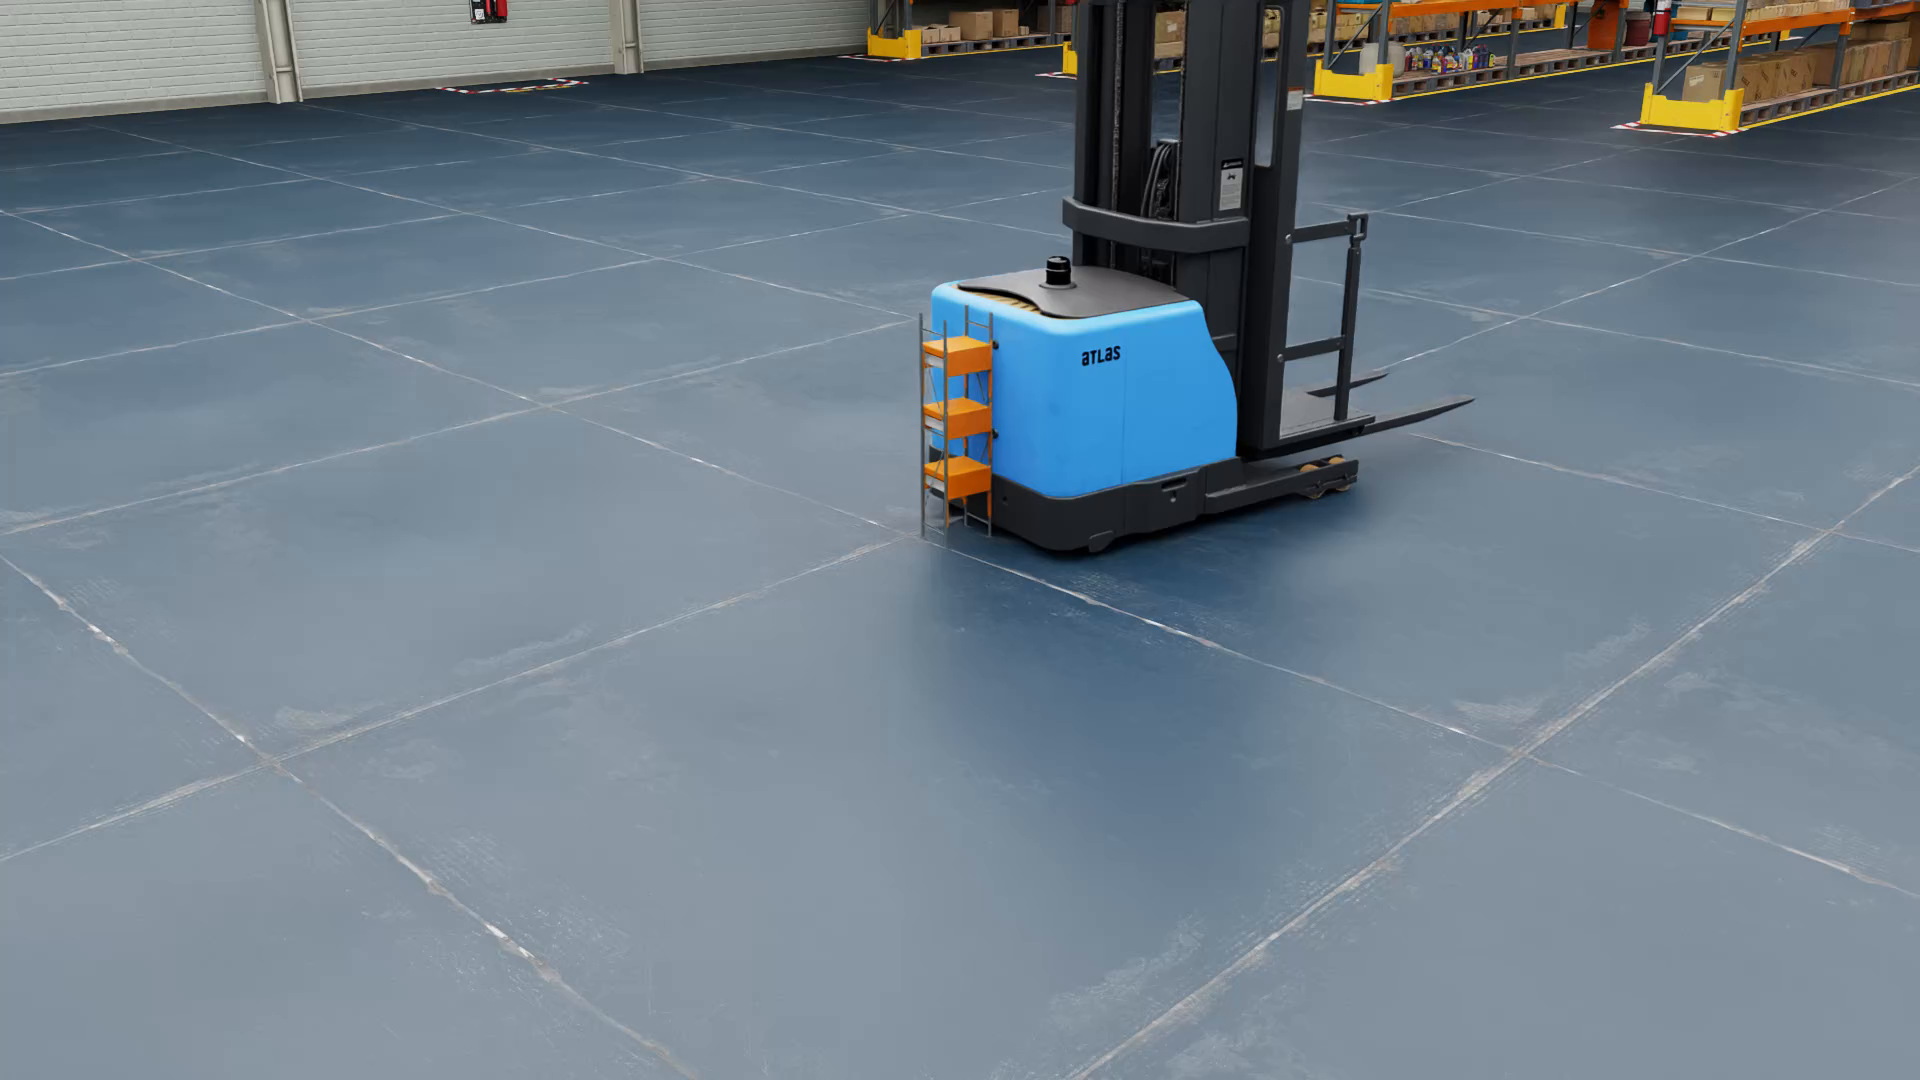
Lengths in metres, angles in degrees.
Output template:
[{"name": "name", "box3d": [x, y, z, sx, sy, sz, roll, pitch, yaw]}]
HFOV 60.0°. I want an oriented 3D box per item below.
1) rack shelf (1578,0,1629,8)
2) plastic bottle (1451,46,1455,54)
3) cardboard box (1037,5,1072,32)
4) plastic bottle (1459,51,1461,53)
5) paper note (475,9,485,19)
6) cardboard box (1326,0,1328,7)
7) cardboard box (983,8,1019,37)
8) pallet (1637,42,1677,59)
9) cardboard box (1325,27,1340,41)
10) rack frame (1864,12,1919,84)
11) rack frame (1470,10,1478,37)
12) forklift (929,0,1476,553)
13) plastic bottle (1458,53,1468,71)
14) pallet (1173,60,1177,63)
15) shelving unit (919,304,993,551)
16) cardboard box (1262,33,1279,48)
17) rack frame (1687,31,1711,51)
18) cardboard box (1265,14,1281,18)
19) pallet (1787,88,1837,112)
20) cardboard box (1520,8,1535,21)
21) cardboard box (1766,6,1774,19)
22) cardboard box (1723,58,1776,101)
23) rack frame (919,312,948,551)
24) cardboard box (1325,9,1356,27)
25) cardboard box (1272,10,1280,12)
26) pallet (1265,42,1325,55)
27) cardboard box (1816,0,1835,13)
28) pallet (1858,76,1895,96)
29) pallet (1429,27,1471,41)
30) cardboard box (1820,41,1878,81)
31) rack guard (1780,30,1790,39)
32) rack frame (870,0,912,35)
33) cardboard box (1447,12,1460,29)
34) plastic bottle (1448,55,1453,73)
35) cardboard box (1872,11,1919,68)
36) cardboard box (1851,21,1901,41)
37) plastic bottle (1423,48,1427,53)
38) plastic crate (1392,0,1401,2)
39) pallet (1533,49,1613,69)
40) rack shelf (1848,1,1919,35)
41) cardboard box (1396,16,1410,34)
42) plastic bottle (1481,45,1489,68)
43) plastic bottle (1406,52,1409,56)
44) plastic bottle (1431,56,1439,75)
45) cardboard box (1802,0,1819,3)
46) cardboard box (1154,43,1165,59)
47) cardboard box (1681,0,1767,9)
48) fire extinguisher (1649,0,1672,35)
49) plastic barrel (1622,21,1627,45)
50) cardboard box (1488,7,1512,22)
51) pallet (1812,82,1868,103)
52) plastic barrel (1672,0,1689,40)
[{"name": "rack shelf", "box3d": [12.789, -10.207, 30.951, 1.077, 0.370, 4.000, 19, 28, 41]}, {"name": "plastic bottle", "box3d": [8.067, -7.960, 27.293, 0.097, 0.271, 0.097, 0, 21, 0]}, {"name": "cardboard box", "box3d": [2.007, -10.712, 34.133, 0.500, 0.500, 0.700, -19, 28, -40]}, {"name": "plastic bottle", "box3d": [7.911, -7.587, 26.305, 0.061, 0.283, 0.133, 19, 28, 41]}, {"name": "paper note", "box3d": [-7.526, -8.241, 26.061, 0.016, 0.148, 0.142, 19, 28, 41]}, {"name": "cardboard box", "box3d": [8.761, -13.131, 40.454, 0.700, 0.500, 0.500, 18, 27, 39]}, {"name": "cardboard box", "box3d": [0.810, -10.242, 32.910, 0.500, 0.500, 0.500, 17, 27, 37]}, {"name": "pallet", "box3d": [12.765, -9.252, 31.351, 1.003, 0.211, 1.213, 19, 28, 41]}, {"name": "cardboard box", "box3d": [6.946, -9.723, 31.939, 0.500, 0.250, 0.500, -19, 28, -41]}, {"name": "rack frame", "box3d": [14.943, -8.789, 26.260, 1.000, 3.000, 0.127, 19, 28, 41]}, {"name": "rack frame", "box3d": [10.638, -12.297, 35.388, 1.000, 3.000, 0.127, 19, 28, 41]}, {"name": "forklift", "box3d": [1.349, -1.707, 7.931, 3.031, 2.935, 1.130, -14, 25, -33]}, {"name": "plastic bottle", "box3d": [7.886, -7.523, 26.151, 0.135, 0.276, 0.152, -20, 28, -41]}, {"name": "pallet", "box3d": [4.473, -8.745, 30.033, 1.003, 0.211, 1.213, 19, 28, 41]}, {"name": "shelving unit", "box3d": [-0.017, -0.498, 7.407, 0.252, 1.050, 0.215, -14, 25, -33]}, {"name": "cardboard box", "box3d": [5.516, -9.195, 30.564, 0.500, 0.250, 0.500, 18, 28, 39]}, {"name": "rack frame", "box3d": [14.185, -11.057, 32.160, 1.000, 3.000, 0.127, 19, 28, 41]}, {"name": "cardboard box", "box3d": [5.877, -9.586, 30.800, 0.500, 0.311, 0.500, 19, 28, 40]}, {"name": "pallet", "box3d": [11.709, -6.277, 23.613, 1.003, 0.211, 1.213, 19, 28, 41]}, {"name": "cardboard box", "box3d": [12.542, -11.809, 37.338, 0.500, 0.250, 0.500, 19, 28, 41]}, {"name": "cardboard box", "box3d": [10.265, -6.818, 21.483, 0.380, 0.149, 0.250, 19, 28, 41]}, {"name": "cardboard box", "box3d": [10.653, -6.236, 22.518, 0.500, 0.500, 0.500, -17, 27, -37]}, {"name": "rack frame", "box3d": [-0.116, -0.473, 7.340, 0.008, 1.050, 0.200, -14, 25, -33]}, {"name": "cardboard box", "box3d": [7.301, -10.112, 32.168, 0.500, 0.311, 0.500, 19, 28, 40]}, {"name": "cardboard box", "box3d": [6.196, -9.982, 31.830, 0.500, 0.311, 0.500, 19, 28, 40]}, {"name": "pallet", "box3d": [6.395, -9.454, 31.876, 1.003, 0.211, 1.213, 19, 28, 41]}, {"name": "cardboard box", "box3d": [11.720, -7.311, 22.765, 0.380, 0.149, 0.250, 19, 28, 41]}, {"name": "pallet", "box3d": [13.546, -6.975, 25.426, 1.003, 0.211, 1.213, 19, 28, 41]}, {"name": "pallet", "box3d": [10.098, -10.777, 35.320, 1.003, 0.211, 1.213, 19, 28, 41]}, {"name": "cardboard box", "box3d": [13.333, -7.213, 25.032, 0.700, 0.500, 0.500, 16, 26, 36]}, {"name": "rack guard", "box3d": [16.983, -10.927, 35.308, 1.175, 0.500, 0.348, 19, 28, 41]}, {"name": "rack frame", "box3d": [-1.285, -10.452, 30.586, 1.000, 3.000, 0.127, 19, 28, 41]}, {"name": "cardboard box", "box3d": [10.149, -11.012, 34.916, 0.500, 0.500, 0.500, 19, 28, 41]}, {"name": "plastic bottle", "box3d": [7.610, -7.406, 25.851, 0.097, 0.271, 0.097, 0, 21, 0]}, {"name": "cardboard box", "box3d": [15.439, -8.165, 27.013, 1.225, 0.875, 0.875, 18, 27, 38]}, {"name": "cardboard box", "box3d": [14.134, -7.859, 25.666, 0.500, 0.250, 0.500, -16, 26, -36]}, {"name": "plastic bottle", "box3d": [7.467, -7.753, 26.739, 0.133, 0.283, 0.061, -19, 28, -40]}, {"name": "plastic crate", "box3d": [6.405, -8.272, 25.121, 0.499, 0.251, 0.408, 19, 28, 41]}, {"name": "pallet", "box3d": [10.826, -8.537, 29.492, 1.003, 0.211, 1.213, 19, 28, 41]}, {"name": "rack shelf", "box3d": [13.548, -7.939, 25.051, 1.077, 0.370, 4.000, 19, 28, 41]}, {"name": "cardboard box", "box3d": [8.731, -10.489, 33.554, 0.500, 0.500, 0.500, 18, 27, 39]}, {"name": "plastic bottle", "box3d": [8.361, -7.731, 26.588, 0.144, 0.351, 0.185, 18, 28, 39]}, {"name": "plastic bottle", "box3d": [6.976, -7.546, 26.209, 0.152, 0.276, 0.135, 20, 28, 41]}, {"name": "plastic bottle", "box3d": [7.302, -7.292, 25.555, 0.097, 0.271, 0.097, 0, 21, 0]}, {"name": "cardboard box", "box3d": [11.144, -7.572, 22.541, 0.875, 0.500, 0.500, 19, 28, 41]}, {"name": "cardboard box", "box3d": [3.147, -8.337, 28.331, 0.500, 0.250, 0.500, 19, 28, 41]}, {"name": "cardboard box", "box3d": [9.765, -7.052, 21.188, 0.875, 0.500, 0.500, 19, 28, 41]}, {"name": "fire extinguisher", "box3d": [8.952, -6.782, 21.147, 0.296, 0.674, 0.183, 19, 28, 41]}, {"name": "plastic barrel", "box3d": [12.053, -9.361, 30.630, 0.421, 0.512, 0.421, 0, 21, 0]}, {"name": "cardboard box", "box3d": [11.945, -11.822, 37.017, 0.797, 0.503, 0.637, 19, 28, 41]}, {"name": "pallet", "box3d": [12.695, -6.659, 24.606, 1.003, 0.211, 1.213, 19, 28, 41]}, {"name": "plastic barrel", "box3d": [13.793, -10.138, 32.108, 0.600, 0.901, 0.708, 19, 28, 41]}]
